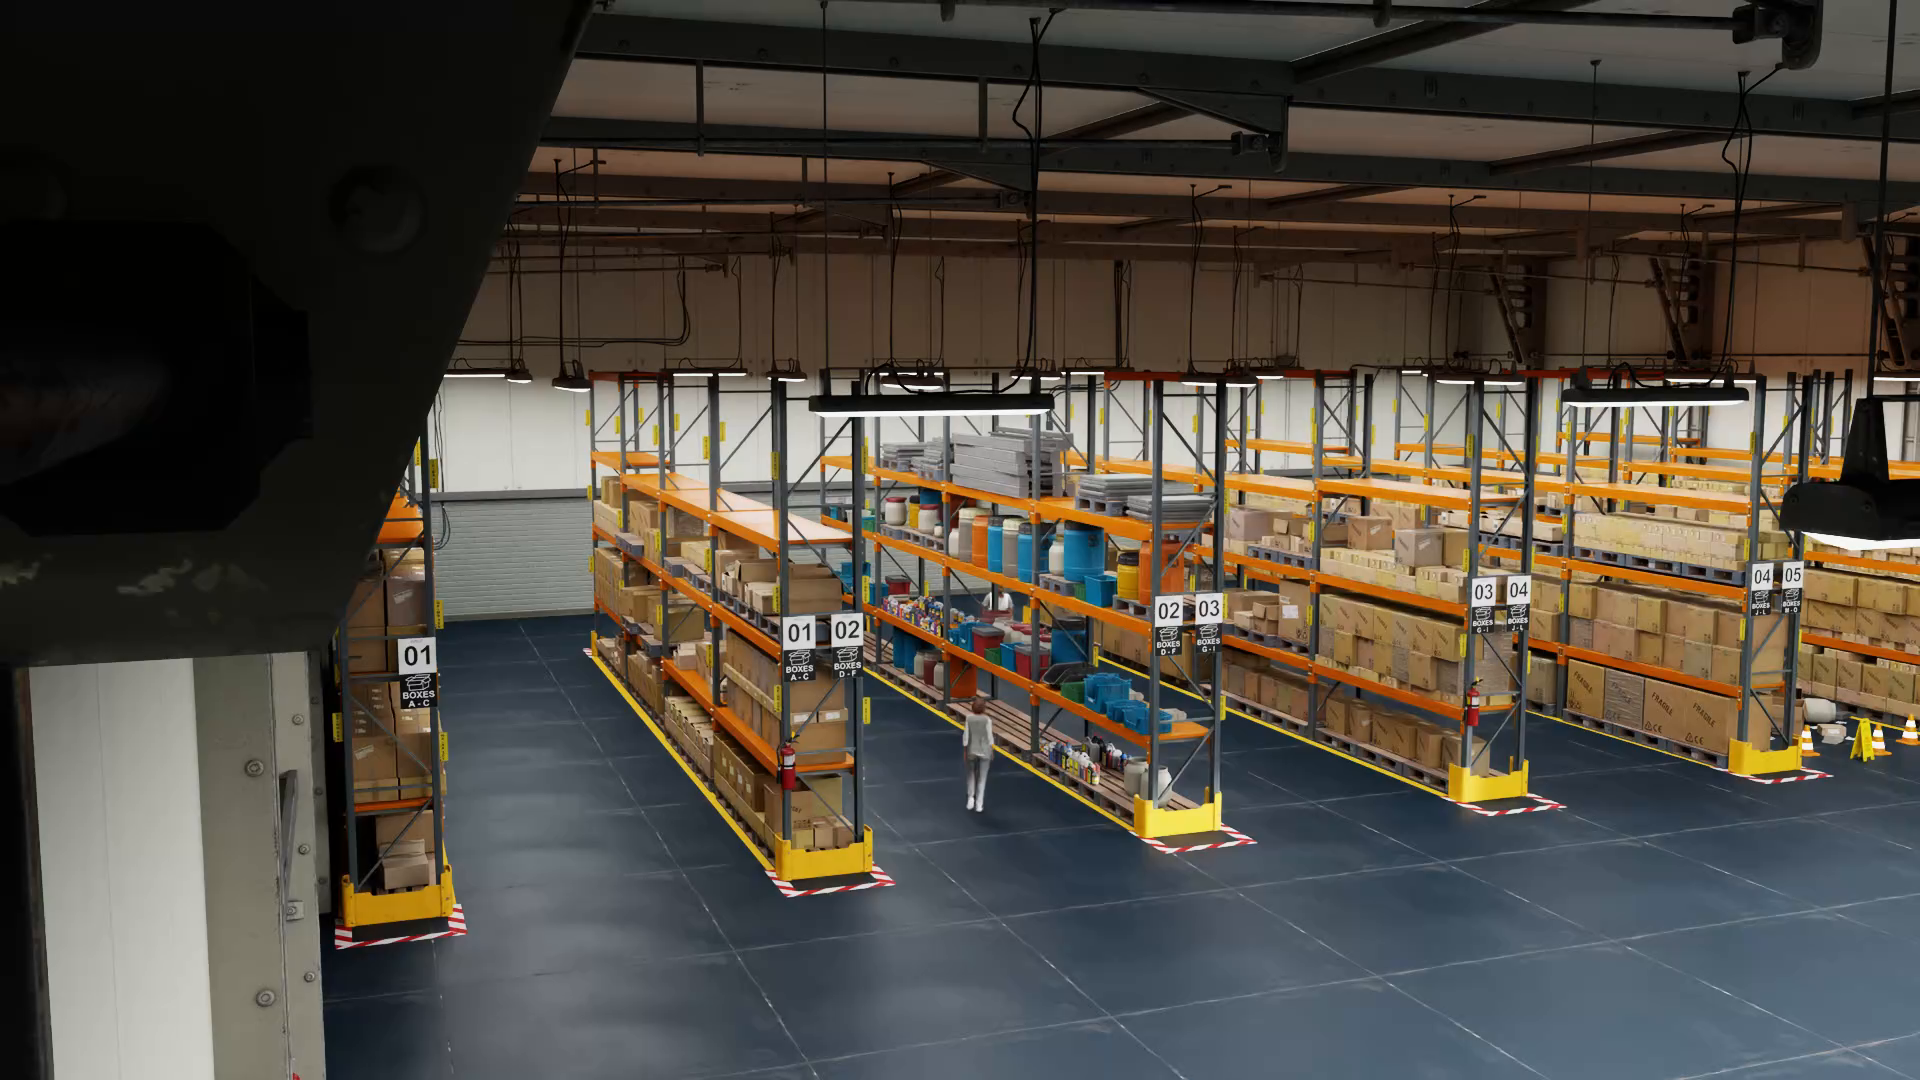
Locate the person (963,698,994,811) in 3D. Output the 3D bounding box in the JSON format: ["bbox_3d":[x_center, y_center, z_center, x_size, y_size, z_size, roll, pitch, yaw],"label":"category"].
[{"bbox_3d":[0.263,2.961,23.028,0.432,1.586,0.390,1,7,12],"label":"person"}]

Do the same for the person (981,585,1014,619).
[{"bbox_3d":[0.788,1.667,33.947,0.613,1.711,0.878,-3,7,-21],"label":"person"}]

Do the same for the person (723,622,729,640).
[{"bbox_3d":[-4.980,1.482,35.651,0.500,1.790,0.604,1,6,6],"label":"person"}]
